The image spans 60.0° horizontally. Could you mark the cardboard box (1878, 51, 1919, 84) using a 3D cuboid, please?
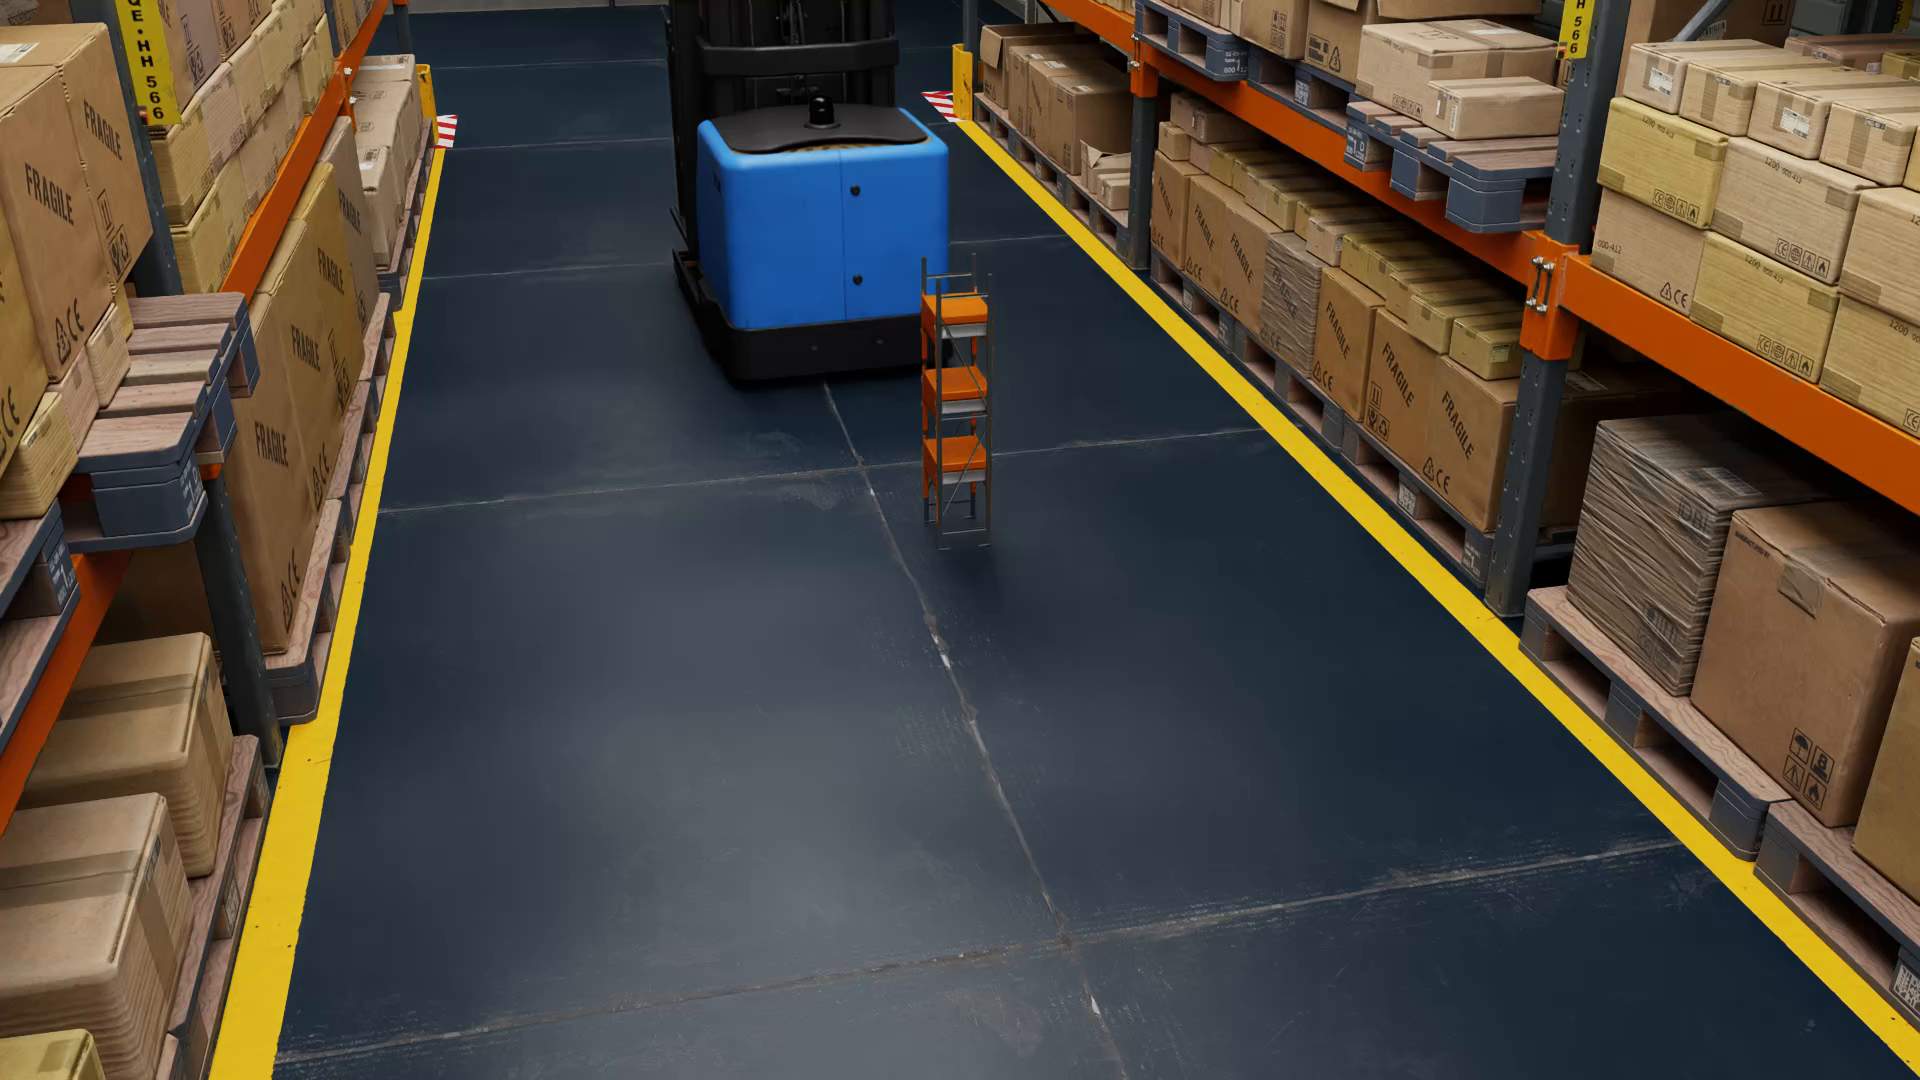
[{"bbox_3d":[2.765,-1.248,4.563,0.380,0.149,0.250,-5,27,-10],"label":"cardboard box"}]

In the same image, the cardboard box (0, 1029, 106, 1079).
[{"bbox_3d":[-2.051,1.257,2.881,0.950,0.372,0.625,-5,27,-10],"label":"cardboard box"}]

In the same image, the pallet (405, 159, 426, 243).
[{"bbox_3d":[-3.783,-2.024,10.025,1.003,0.211,1.213,-6,27,-12],"label":"pallet"}]

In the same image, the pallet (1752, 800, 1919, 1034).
[{"bbox_3d":[2.746,1.005,4.025,1.003,0.211,1.213,-6,27,-12],"label":"pallet"}]

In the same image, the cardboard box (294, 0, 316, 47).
[{"bbox_3d":[-2.954,-2.159,6.810,0.500,0.250,0.500,-5,27,-10],"label":"cardboard box"}]

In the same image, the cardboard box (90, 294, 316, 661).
[{"bbox_3d":[-2.583,-0.185,5.179,0.875,0.875,0.875,-6,27,-12],"label":"cardboard box"}]

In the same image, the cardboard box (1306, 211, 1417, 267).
[{"bbox_3d":[1.697,-1.277,7.039,0.380,0.149,0.250,-7,28,-14],"label":"cardboard box"}]

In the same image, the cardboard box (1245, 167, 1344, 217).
[{"bbox_3d":[1.549,-1.615,7.709,0.380,0.149,0.250,-6,27,-12],"label":"cardboard box"}]

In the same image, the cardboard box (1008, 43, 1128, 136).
[{"bbox_3d":[0.724,-3.066,11.304,0.700,0.500,0.500,-5,27,-9],"label":"cardboard box"}]

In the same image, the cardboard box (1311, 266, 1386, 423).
[{"bbox_3d":[1.799,-0.826,6.865,0.500,0.500,0.500,-5,27,-9],"label":"cardboard box"}]

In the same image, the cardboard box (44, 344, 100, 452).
[{"bbox_3d":[-1.925,-0.262,3.253,0.380,0.149,0.250,-7,28,-14],"label":"cardboard box"}]

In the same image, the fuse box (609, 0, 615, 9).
[{"bbox_3d":[-3.525,-6.193,16.621,0.539,1.711,0.414,-6,27,-12],"label":"fuse box"}]

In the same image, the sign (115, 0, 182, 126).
[{"bbox_3d":[-1.982,-1.175,4.052,0.100,0.325,0.005,-6,27,-12],"label":"sign"}]

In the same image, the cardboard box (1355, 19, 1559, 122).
[{"bbox_3d":[1.774,-1.691,5.971,0.500,0.250,0.500,-7,28,-14],"label":"cardboard box"}]

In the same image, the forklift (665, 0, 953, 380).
[{"bbox_3d":[-0.931,-2.676,8.298,1.130,2.935,3.031,-7,28,-14],"label":"forklift"}]

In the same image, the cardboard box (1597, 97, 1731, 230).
[{"bbox_3d":[2.164,-1.074,4.661,0.500,0.250,0.500,-6,27,-12],"label":"cardboard box"}]

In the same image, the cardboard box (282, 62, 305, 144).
[{"bbox_3d":[-2.854,-1.705,6.465,0.500,0.250,0.500,-7,28,-13],"label":"cardboard box"}]

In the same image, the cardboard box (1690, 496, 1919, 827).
[{"bbox_3d":[2.609,0.294,4.508,0.875,0.625,0.625,-5,27,-10],"label":"cardboard box"}]

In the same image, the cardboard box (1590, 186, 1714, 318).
[{"bbox_3d":[2.189,-0.853,4.778,0.500,0.250,0.500,-6,27,-11],"label":"cardboard box"}]

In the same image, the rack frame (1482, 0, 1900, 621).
[{"bbox_3d":[2.327,-1.140,5.179,1.000,3.000,0.127,-6,27,-12],"label":"rack frame"}]

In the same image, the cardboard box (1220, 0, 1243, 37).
[{"bbox_3d":[1.365,-2.375,7.309,0.396,0.266,0.258,-5,27,-9],"label":"cardboard box"}]

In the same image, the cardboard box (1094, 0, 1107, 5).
[{"bbox_3d":[0.945,-3.122,9.385,0.380,0.149,0.250,-5,27,-10],"label":"cardboard box"}]

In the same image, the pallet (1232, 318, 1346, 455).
[{"bbox_3d":[1.924,-0.761,7.524,1.003,0.211,1.213,-6,27,-12],"label":"pallet"}]

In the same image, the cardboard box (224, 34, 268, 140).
[{"bbox_3d":[-2.598,-1.485,5.475,0.500,0.250,0.500,-6,27,-12],"label":"cardboard box"}]

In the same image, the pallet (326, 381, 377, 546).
[{"bbox_3d":[-2.884,-0.278,6.566,1.003,0.211,1.213,-6,27,-12],"label":"pallet"}]

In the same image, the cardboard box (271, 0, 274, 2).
[{"bbox_3d":[-2.846,-2.260,6.177,0.500,0.500,0.500,-5,27,-10],"label":"cardboard box"}]

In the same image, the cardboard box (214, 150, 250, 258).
[{"bbox_3d":[-2.506,-1.031,5.131,0.500,0.250,0.500,-7,28,-13],"label":"cardboard box"}]

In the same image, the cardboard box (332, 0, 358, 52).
[{"bbox_3d":[-3.260,-2.667,8.095,0.500,0.500,0.500,-5,27,-10],"label":"cardboard box"}]

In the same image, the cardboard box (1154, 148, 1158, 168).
[{"bbox_3d":[1.409,-2.315,10.206,0.380,0.149,0.250,-6,27,-12],"label":"cardboard box"}]

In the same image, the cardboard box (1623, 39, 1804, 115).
[{"bbox_3d":[2.112,-1.304,4.674,0.380,0.149,0.250,-5,27,-10],"label":"cardboard box"}]

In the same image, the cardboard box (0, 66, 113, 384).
[{"bbox_3d":[-2.008,-0.602,3.207,0.500,0.500,0.500,-6,27,-12],"label":"cardboard box"}]

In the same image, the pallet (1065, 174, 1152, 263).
[{"bbox_3d":[1.272,-1.953,9.884,1.003,0.211,1.213,-6,27,-12],"label":"pallet"}]

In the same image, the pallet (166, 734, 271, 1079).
[{"bbox_3d":[-2.334,0.954,4.126,1.003,0.211,1.213,-6,27,-12],"label":"pallet"}]

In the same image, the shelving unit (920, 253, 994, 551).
[{"bbox_3d":[-0.012,-0.492,6.060,0.215,1.050,0.252,-6,27,-12],"label":"shelving unit"}]

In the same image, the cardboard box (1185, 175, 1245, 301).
[{"bbox_3d":[1.445,-1.500,8.200,0.500,0.500,0.500,-6,27,-12],"label":"cardboard box"}]

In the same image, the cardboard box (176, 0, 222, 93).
[{"bbox_3d":[-2.502,-1.583,4.837,0.500,0.500,0.500,-6,27,-11],"label":"cardboard box"}]

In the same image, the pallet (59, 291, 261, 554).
[{"bbox_3d":[-2.244,-0.247,3.622,1.213,0.211,1.003,-6,27,-12],"label":"pallet"}]

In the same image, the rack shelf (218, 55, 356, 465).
[{"bbox_3d":[-2.959,-1.191,6.079,1.077,0.370,4.000,-6,27,-12],"label":"rack shelf"}]

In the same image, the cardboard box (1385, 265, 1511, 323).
[{"bbox_3d":[1.861,-0.929,6.350,0.380,0.149,0.250,-7,28,-13],"label":"cardboard box"}]

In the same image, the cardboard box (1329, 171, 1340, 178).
[{"bbox_3d":[2.000,-1.794,8.064,0.380,0.149,0.250,-7,28,-14],"label":"cardboard box"}]

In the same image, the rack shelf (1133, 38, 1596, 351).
[{"bbox_3d":[1.876,-1.697,7.081,1.077,0.370,4.000,-6,27,-12],"label":"rack shelf"}]

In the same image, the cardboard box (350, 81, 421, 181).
[{"bbox_3d":[-3.851,-2.509,10.270,0.875,0.438,0.875,-5,27,-10],"label":"cardboard box"}]

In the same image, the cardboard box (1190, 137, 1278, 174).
[{"bbox_3d":[1.385,-1.959,8.390,0.380,0.149,0.250,-7,28,-13],"label":"cardboard box"}]

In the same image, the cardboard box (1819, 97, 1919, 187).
[{"bbox_3d":[2.327,-0.964,3.999,0.380,0.149,0.250,-6,27,-11],"label":"cardboard box"}]

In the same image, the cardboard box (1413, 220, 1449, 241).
[{"bbox_3d":[2.169,-1.324,7.132,0.380,0.149,0.250,-6,27,-11],"label":"cardboard box"}]

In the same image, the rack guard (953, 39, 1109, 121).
[{"bbox_3d":[0.541,-3.503,12.635,1.175,0.500,0.348,-6,27,-12],"label":"rack guard"}]

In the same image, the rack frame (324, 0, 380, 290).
[{"bbox_3d":[-3.410,-2.390,7.657,1.000,3.000,0.127,-6,27,-12],"label":"rack frame"}]

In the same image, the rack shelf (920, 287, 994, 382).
[{"bbox_3d":[-0.012,-0.736,5.937,0.215,0.259,0.240,-6,27,-12],"label":"rack shelf"}]

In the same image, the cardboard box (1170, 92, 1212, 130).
[{"bbox_3d":[1.306,-2.212,8.561,0.380,0.149,0.250,-6,27,-12],"label":"cardboard box"}]

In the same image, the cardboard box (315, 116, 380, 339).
[{"bbox_3d":[-3.192,-1.365,7.518,0.875,0.875,0.875,-5,27,-10],"label":"cardboard box"}]

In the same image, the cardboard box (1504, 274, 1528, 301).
[{"bbox_3d":[2.345,-0.982,6.455,0.380,0.149,0.250,-6,27,-11],"label":"cardboard box"}]
